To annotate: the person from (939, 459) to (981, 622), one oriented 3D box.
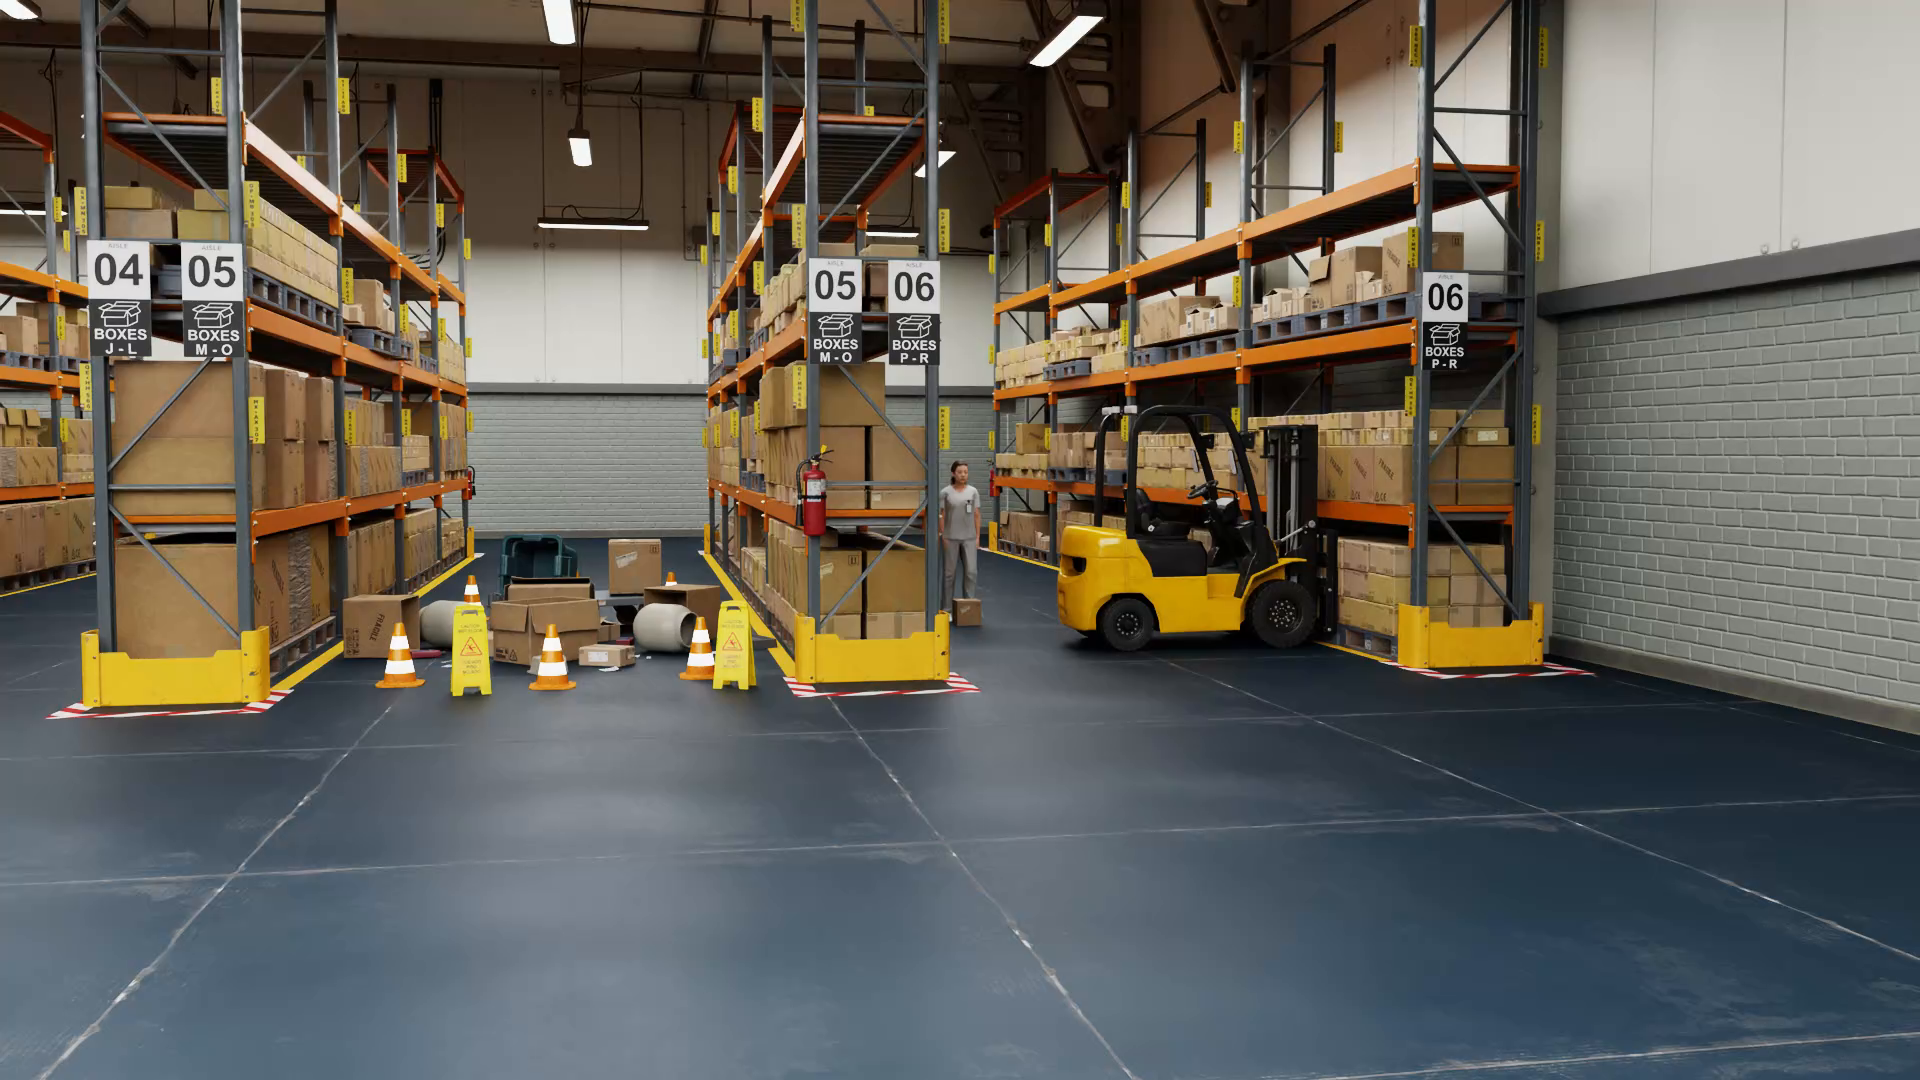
[{"bbox_3d":[0.001,0.004,17.238,0.437,1.679,0.367,-1,3,-10],"label":"person"}]
